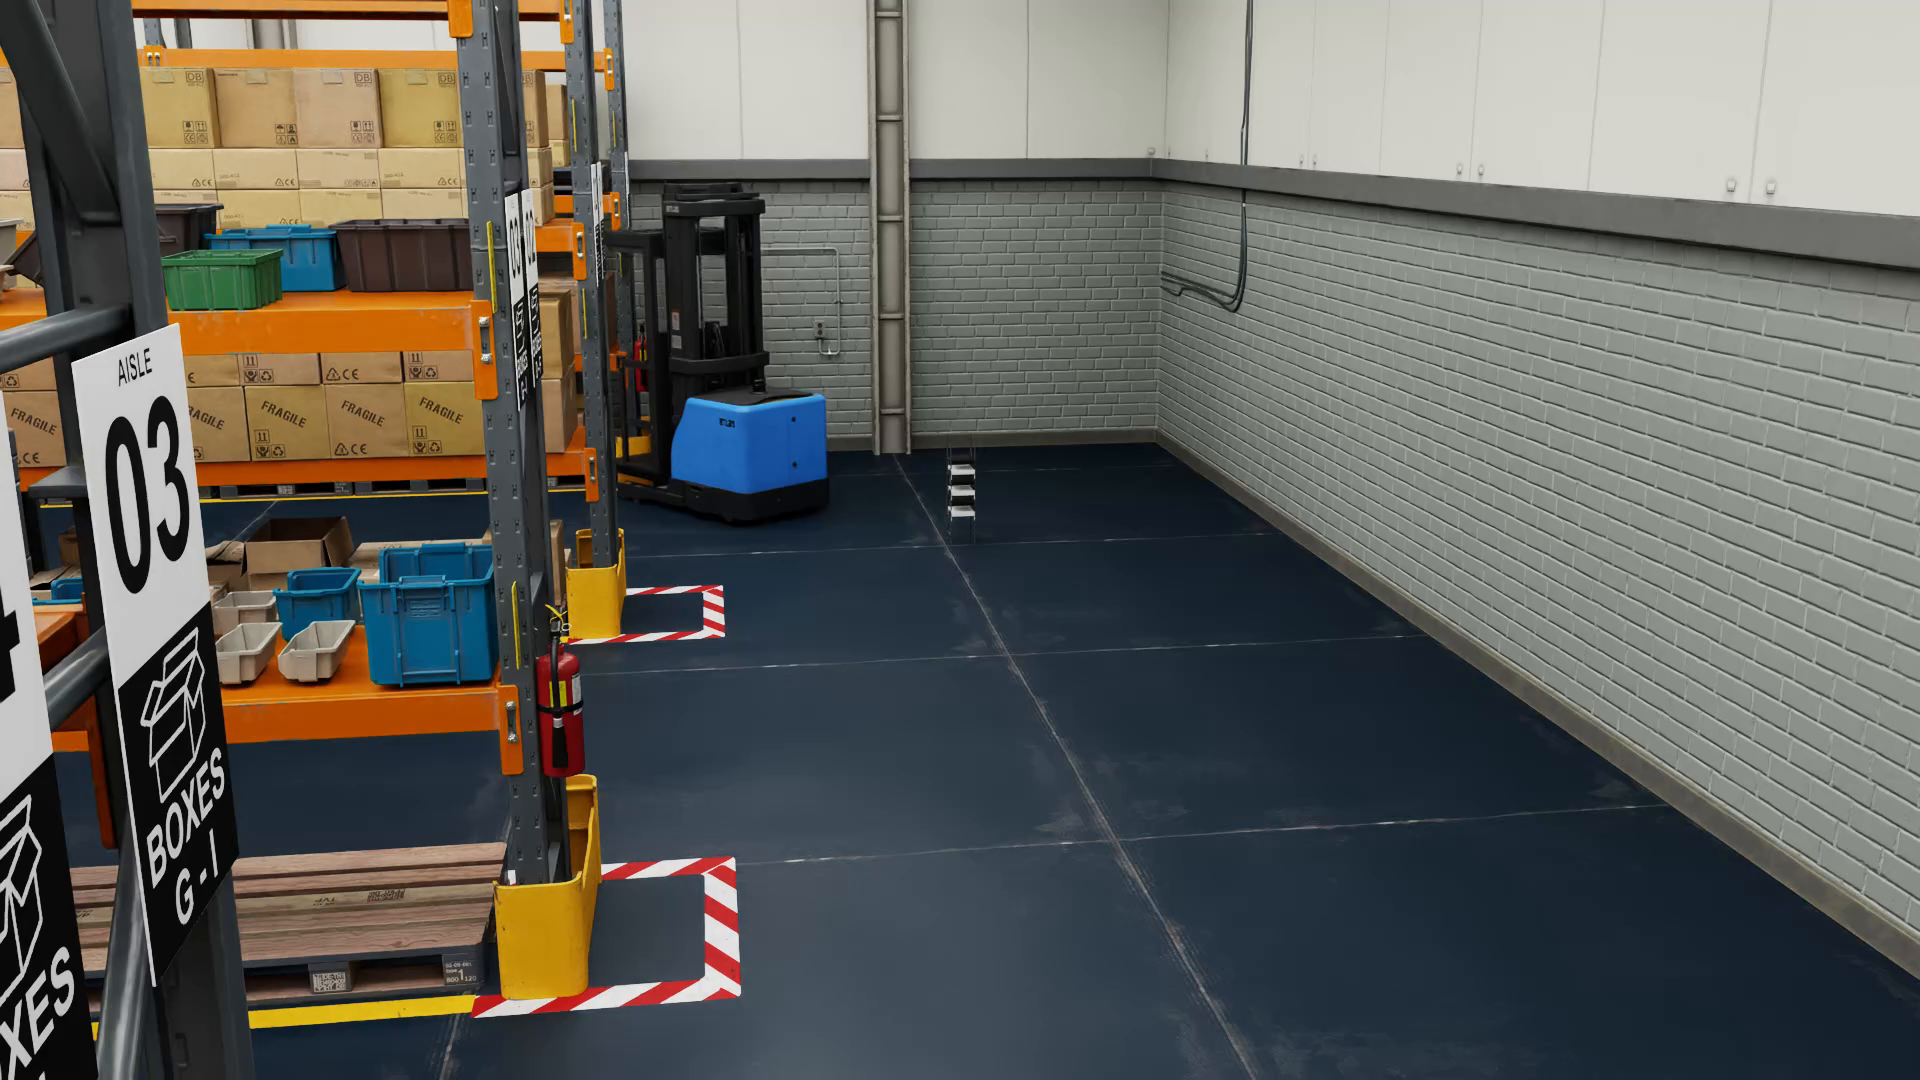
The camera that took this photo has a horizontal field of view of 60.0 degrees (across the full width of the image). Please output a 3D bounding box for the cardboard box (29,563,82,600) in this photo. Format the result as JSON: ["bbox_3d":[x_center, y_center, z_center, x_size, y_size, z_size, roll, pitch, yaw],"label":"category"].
[{"bbox_3d":[-6.049,0.358,11.253,0.500,0.311,0.500,-2,14,-8],"label":"cardboard box"}]

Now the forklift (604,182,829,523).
[{"bbox_3d":[-2.620,-1.858,15.604,3.031,2.935,1.130,13,19,42],"label":"forklift"}]

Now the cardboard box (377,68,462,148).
[{"bbox_3d":[-3.554,-2.883,11.124,0.500,0.500,0.700,-2,14,-8],"label":"cardboard box"}]

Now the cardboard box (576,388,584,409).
[{"bbox_3d":[-3.866,-1.416,16.642,0.250,0.149,0.380,-2,14,-8],"label":"cardboard box"}]

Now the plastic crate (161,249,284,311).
[{"bbox_3d":[-2.739,-0.971,6.197,0.336,0.188,0.450,-2,14,-8],"label":"plastic crate"}]

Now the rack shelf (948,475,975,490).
[{"bbox_3d":[0.008,-0.492,14.100,0.200,0.077,0.258,-2,14,-8],"label":"rack shelf"}]

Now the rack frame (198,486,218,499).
[{"bbox_3d":[-7.238,-1.961,15.877,0.127,3.000,1.000,-2,14,-8],"label":"rack frame"}]

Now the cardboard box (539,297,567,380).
[{"bbox_3d":[-2.940,-1.366,11.242,0.500,0.500,0.500,-2,14,-9],"label":"cardboard box"}]

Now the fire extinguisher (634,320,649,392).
[{"bbox_3d":[-3.065,-1.783,16.089,0.183,0.674,0.296,-2,14,-8],"label":"fire extinguisher"}]

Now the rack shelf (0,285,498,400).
[{"bbox_3d":[-3.784,-0.757,6.386,4.000,0.370,1.077,-2,14,-8],"label":"rack shelf"}]

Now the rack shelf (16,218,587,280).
[{"bbox_3d":[-4.519,-1.949,11.138,4.000,0.370,1.077,-2,14,-8],"label":"rack shelf"}]

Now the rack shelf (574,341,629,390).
[{"bbox_3d":[-5.260,-1.685,16.253,4.000,0.370,1.077,-2,14,-8],"label":"rack shelf"}]

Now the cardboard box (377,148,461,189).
[{"bbox_3d":[-3.505,-2.442,10.905,0.500,0.250,0.500,-2,14,-8],"label":"cardboard box"}]

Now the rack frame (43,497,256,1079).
[{"bbox_3d":[-1.069,1.468,2.202,0.127,3.000,1.000,-2,14,-8],"label":"rack frame"}]

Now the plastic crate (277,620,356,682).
[{"bbox_3d":[-2.586,0.448,6.686,0.243,0.136,0.396,-2,14,-8],"label":"plastic crate"}]

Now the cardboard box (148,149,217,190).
[{"bbox_3d":[-4.988,-2.386,10.686,0.500,0.250,0.500,-2,14,-8],"label":"cardboard box"}]

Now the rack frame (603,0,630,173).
[{"bbox_3d":[-3.283,-5.016,15.725,0.127,3.000,1.000,-2,14,-8],"label":"rack frame"}]

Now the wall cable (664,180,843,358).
[{"bbox_3d":[-2.157,-2.873,17.424,1.851,1.984,0.084,-2,14,-8],"label":"wall cable"}]

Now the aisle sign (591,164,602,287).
[{"bbox_3d":[-2.428,-2.105,11.104,0.004,0.787,0.394,-2,14,-8],"label":"aisle sign"}]

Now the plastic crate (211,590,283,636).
[{"bbox_3d":[-3.100,0.321,7.192,0.298,0.136,0.250,-2,14,-8],"label":"plastic crate"}]

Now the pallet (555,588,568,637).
[{"bbox_3d":[-3.404,0.470,11.916,1.213,0.211,1.003,-2,14,-8],"label":"pallet"}]

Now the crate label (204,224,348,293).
[{"bbox_3d":[-2.767,-1.151,6.782,0.502,0.251,0.408,-2,14,-8],"label":"crate label"}]

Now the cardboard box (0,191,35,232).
[{"bbox_3d":[-5.979,-2.110,10.612,0.500,0.250,0.500,-2,14,-8],"label":"cardboard box"}]

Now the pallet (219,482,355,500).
[{"bbox_3d":[-6.474,-0.618,16.251,1.213,0.211,1.003,-2,14,-8],"label":"pallet"}]

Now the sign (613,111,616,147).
[{"bbox_3d":[-3.216,-3.821,15.469,0.005,0.325,0.100,-2,14,-8],"label":"sign"}]

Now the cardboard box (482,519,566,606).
[{"bbox_3d":[-3.042,0.163,11.640,0.500,0.500,0.500,-2,14,-8],"label":"cardboard box"}]

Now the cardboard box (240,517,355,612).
[{"bbox_3d":[-4.639,0.158,11.653,0.637,0.503,0.797,-2,14,-8],"label":"cardboard box"}]

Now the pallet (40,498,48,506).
[{"bbox_3d":[-9.199,-0.518,15.853,1.213,0.211,1.003,-2,14,-8],"label":"pallet"}]

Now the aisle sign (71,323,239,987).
[{"bbox_3d":[-1.042,0.132,2.184,0.004,0.787,0.394,-2,14,-8],"label":"aisle sign"}]

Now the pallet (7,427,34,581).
[{"bbox_3d":[-1.801,0.085,1.731,1.213,0.211,1.003,-2,14,-8],"label":"pallet"}]

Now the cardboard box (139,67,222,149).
[{"bbox_3d":[-5.012,-2.789,10.749,0.500,0.500,0.700,-2,14,-8],"label":"cardboard box"}]

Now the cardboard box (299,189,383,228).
[{"bbox_3d":[-3.998,-2.178,10.884,0.500,0.250,0.500,-2,14,-8],"label":"cardboard box"}]

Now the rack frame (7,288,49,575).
[{"bbox_3d":[-6.496,-0.770,11.126,0.127,3.000,1.000,-2,14,-8],"label":"rack frame"}]

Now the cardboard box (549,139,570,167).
[{"bbox_3d":[-3.967,-3.650,15.685,0.500,0.250,0.500,-2,14,-7],"label":"cardboard box"}]

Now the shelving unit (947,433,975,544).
[{"bbox_3d":[0.008,-0.437,14.114,0.210,0.900,0.258,-2,14,-8],"label":"shelving unit"}]

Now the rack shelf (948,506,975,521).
[{"bbox_3d":[0.008,-0.230,14.165,0.200,0.077,0.258,-2,14,-8],"label":"rack shelf"}]

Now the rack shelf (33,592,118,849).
[{"bbox_3d":[-3.047,0.434,1.636,4.000,0.370,1.077,-2,14,-8],"label":"rack shelf"}]

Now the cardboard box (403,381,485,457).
[{"bbox_3d":[-3.456,-0.862,11.288,0.500,0.500,0.500,-2,14,-8],"label":"cardboard box"}]

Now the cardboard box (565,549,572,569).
[{"bbox_3d":[-3.006,0.187,12.266,0.250,0.149,0.380,-2,14,-8],"label":"cardboard box"}]

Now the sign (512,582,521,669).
[{"bbox_3d":[-1.709,0.329,6.407,0.005,0.325,0.100,-2,14,-8],"label":"sign"}]

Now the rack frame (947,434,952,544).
[{"bbox_3d":[-0.093,-0.433,14.099,0.006,0.900,0.240,-2,14,-8],"label":"rack frame"}]

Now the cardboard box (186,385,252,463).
[{"bbox_3d":[-4.951,-0.808,11.073,0.500,0.500,0.500,-2,14,-9],"label":"cardboard box"}]

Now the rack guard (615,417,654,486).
[{"bbox_3d":[-3.259,-0.895,16.762,0.348,0.500,1.175,-2,14,-8],"label":"rack guard"}]

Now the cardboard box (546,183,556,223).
[{"bbox_3d":[-3.087,-2.340,11.527,0.500,0.250,0.500,-2,14,-8],"label":"cardboard box"}]

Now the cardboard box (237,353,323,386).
[{"bbox_3d":[-4.459,-1.309,11.015,0.500,0.500,0.500,-2,14,-7],"label":"cardboard box"}]
